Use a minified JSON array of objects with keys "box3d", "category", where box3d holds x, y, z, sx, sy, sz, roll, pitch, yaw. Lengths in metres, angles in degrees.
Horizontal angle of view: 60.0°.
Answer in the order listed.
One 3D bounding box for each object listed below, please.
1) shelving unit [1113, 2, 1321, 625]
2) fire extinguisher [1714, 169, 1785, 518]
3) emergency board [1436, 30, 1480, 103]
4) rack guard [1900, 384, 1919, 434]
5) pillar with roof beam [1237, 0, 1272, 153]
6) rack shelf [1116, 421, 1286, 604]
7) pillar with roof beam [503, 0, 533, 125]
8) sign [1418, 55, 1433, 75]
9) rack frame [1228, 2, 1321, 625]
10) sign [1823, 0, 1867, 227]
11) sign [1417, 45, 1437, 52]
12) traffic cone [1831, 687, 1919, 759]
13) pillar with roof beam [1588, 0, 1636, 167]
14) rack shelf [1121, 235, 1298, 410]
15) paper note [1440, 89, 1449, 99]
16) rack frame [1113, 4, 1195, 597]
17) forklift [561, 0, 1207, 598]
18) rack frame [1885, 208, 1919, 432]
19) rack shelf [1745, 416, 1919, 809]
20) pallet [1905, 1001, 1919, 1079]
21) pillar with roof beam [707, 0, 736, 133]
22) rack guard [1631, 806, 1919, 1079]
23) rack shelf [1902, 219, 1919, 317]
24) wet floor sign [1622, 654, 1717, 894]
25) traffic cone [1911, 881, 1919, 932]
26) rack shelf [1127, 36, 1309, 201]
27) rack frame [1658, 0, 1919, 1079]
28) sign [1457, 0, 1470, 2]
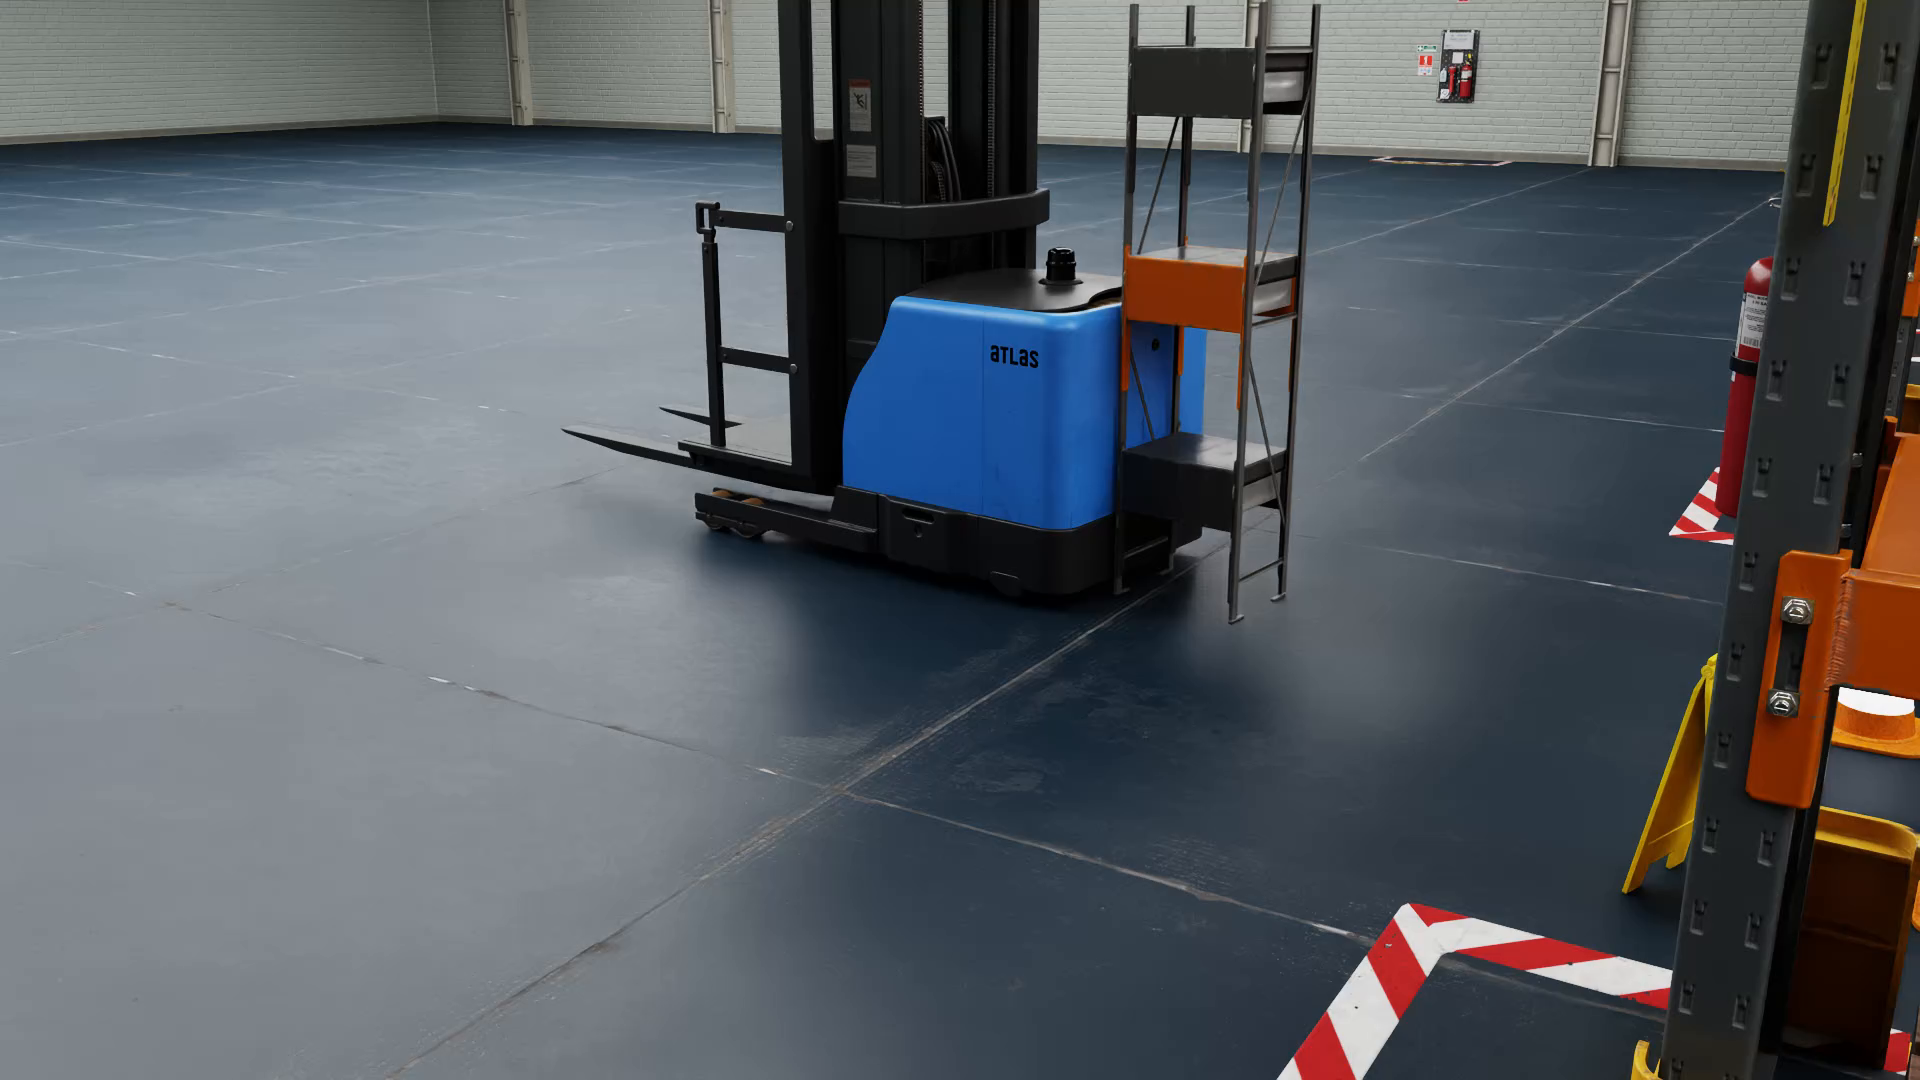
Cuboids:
[{"box3d":[0.891,-0.796,5.888,0.503,2.100,0.431,13,21,37],"category":"shelving unit"},{"box3d":[1.535,-0.374,3.085,0.183,0.674,0.296,10,20,30],"category":"fire extinguisher"},{"box3d":[8.205,-7.820,27.465,0.643,1.169,0.194,10,20,30],"category":"emergency board"},{"box3d":[3.875,-0.329,7.103,0.348,0.500,1.175,10,20,30],"category":"rack guard"},{"box3d":[2.925,-10.152,24.819,0.400,9.000,9.100,10,20,30],"category":"pillar with roof beam"},{"box3d":[0.891,-0.113,6.096,0.480,0.518,0.431,13,21,37],"category":"rack shelf"},{"box3d":[-12.413,-12.890,33.832,0.400,9.000,9.100,10,20,30],"category":"pillar with roof beam"},{"box3d":[7.788,-7.947,27.820,0.234,0.329,0.001,10,20,30],"category":"sign"},{"box3d":[1.082,-0.752,5.743,0.015,2.100,0.400,13,21,37],"category":"rack frame"},{"box3d":[1.107,-0.559,2.073,0.005,0.325,0.100,10,20,30],"category":"sign"},{"box3d":[7.787,-8.197,27.734,0.331,0.109,0.001,10,20,30],"category":"sign"},{"box3d":[2.724,0.353,4.921,0.334,0.463,0.336,10,20,30],"category":"traffic cone"},{"box3d":[8.038,-9.239,21.814,0.400,9.000,9.100,10,20,30],"category":"pillar with roof beam"},{"box3d":[0.891,-0.783,5.892,0.480,0.518,0.431,13,21,37],"category":"rack shelf"},{"box3d":[8.090,-7.443,27.738,0.142,0.148,0.016,10,20,30],"category":"paper note"},{"box3d":[0.701,-0.840,6.034,0.015,2.100,0.400,13,21,37],"category":"rack frame"},{"box3d":[-0.493,-1.517,6.832,3.031,2.935,1.130,13,21,37],"category":"forklift"},{"box3d":[3.896,-1.521,6.728,0.127,3.000,1.000,10,20,30],"category":"rack frame"},{"box3d":[3.095,0.369,1.744,4.000,0.370,1.077,10,20,30],"category":"rack shelf"},{"box3d":[2.130,1.198,2.573,1.213,0.211,1.003,10,20,30],"category":"pallet"},{"box3d":[-7.300,-11.977,30.828,0.400,9.000,9.100,10,20,30],"category":"pillar with roof beam"},{"box3d":[1.456,0.928,2.966,0.348,0.500,1.175,10,20,30],"category":"rack guard"},{"box3d":[5.600,-0.873,5.831,4.000,0.370,1.077,10,20,30],"category":"rack shelf"},{"box3d":[1.789,0.553,3.951,0.267,0.644,0.232,-13,21,-37],"category":"wet floor sign"},{"box3d":[2.433,0.680,3.846,0.334,0.463,0.336,10,20,30],"category":"traffic cone"},{"box3d":[0.891,-1.453,5.689,0.480,0.518,0.431,13,21,37],"category":"rack shelf"},{"box3d":[1.391,-0.280,2.641,0.127,3.000,1.000,10,20,30],"category":"rack frame"},{"box3d":[8.250,-8.955,27.213,0.199,0.298,0.001,10,20,30],"category":"sign"}]
